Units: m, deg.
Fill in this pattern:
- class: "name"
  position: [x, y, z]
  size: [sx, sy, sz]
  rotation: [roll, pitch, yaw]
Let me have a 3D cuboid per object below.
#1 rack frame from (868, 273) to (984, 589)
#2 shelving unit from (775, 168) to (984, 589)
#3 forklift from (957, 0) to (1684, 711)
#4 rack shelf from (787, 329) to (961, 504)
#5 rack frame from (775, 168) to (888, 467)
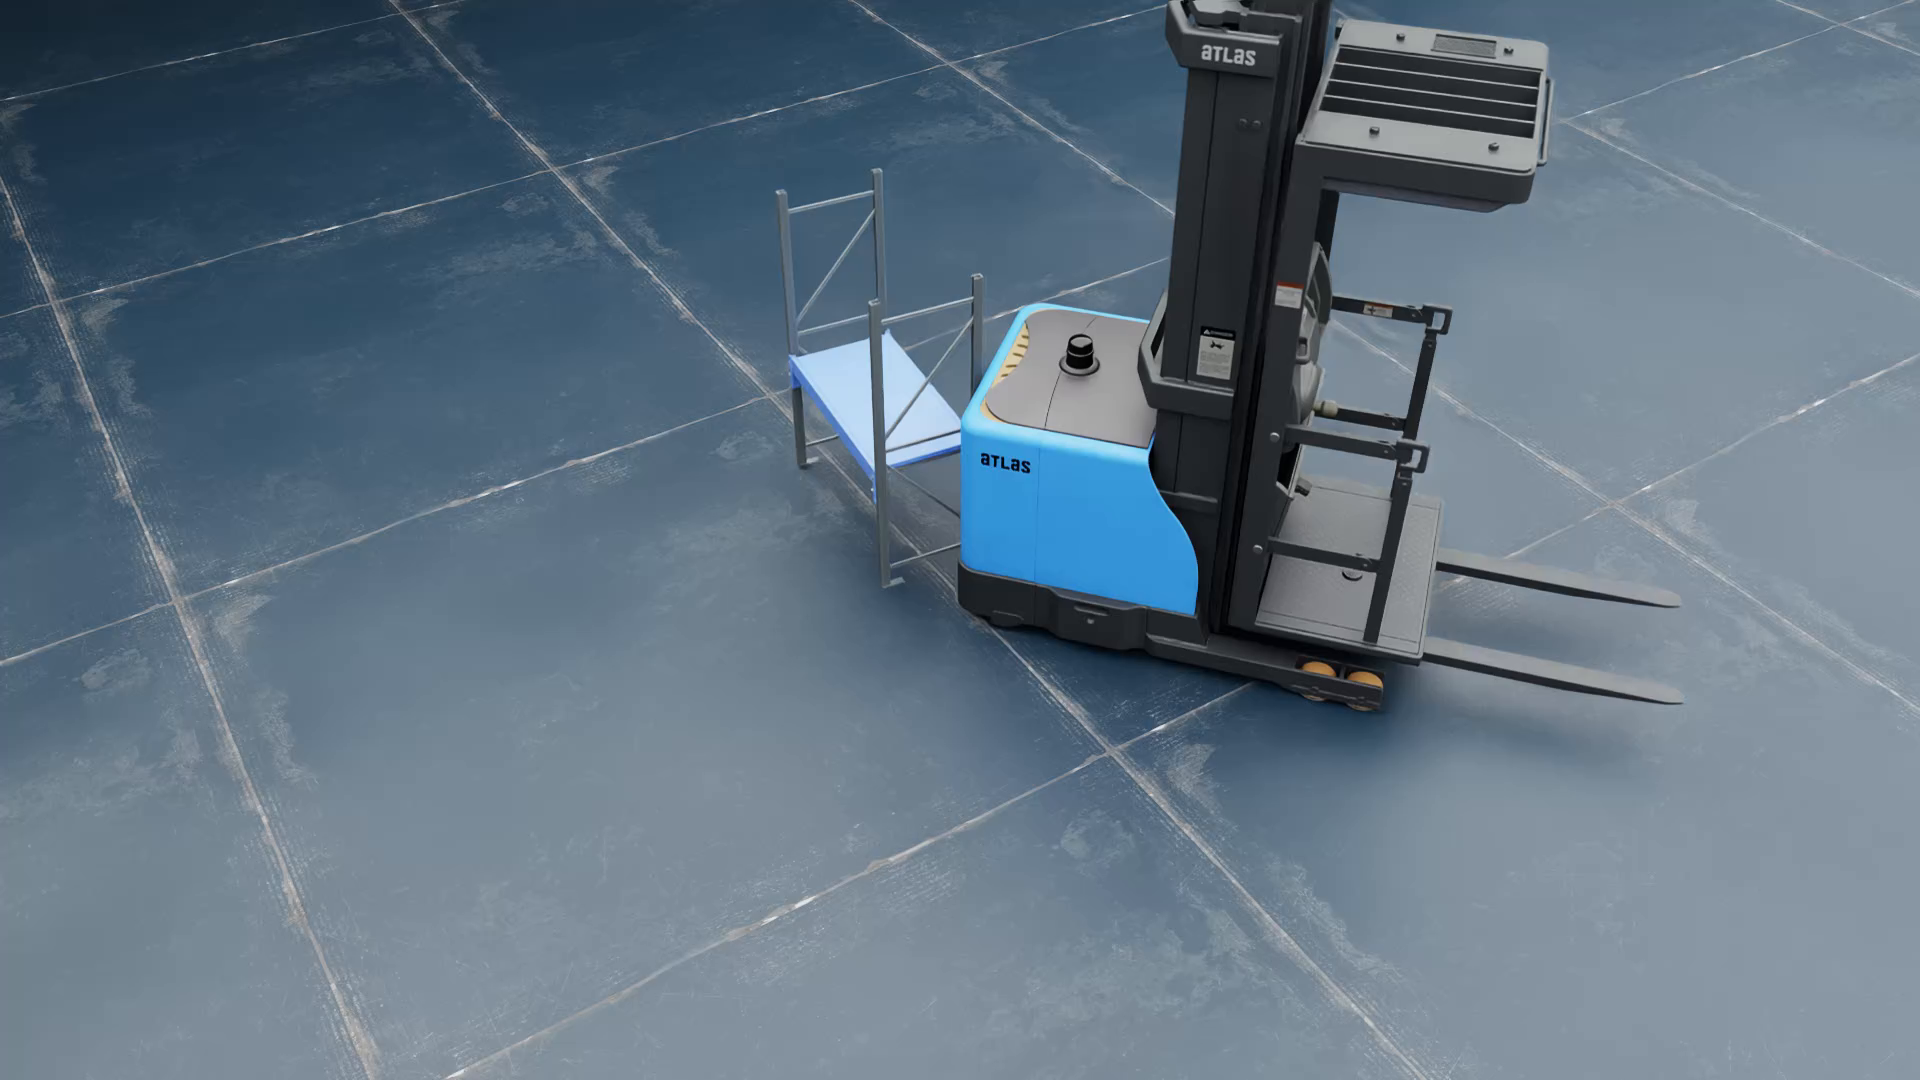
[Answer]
- class: "rack frame"
  position: [-0.135, -0.432, 7.157]
  size: [0.500, 1.500, 0.032]
  rotation: [-17, 43, -20]
- class: "shelving unit"
  position: [-0.357, -0.724, 7.508]
  size: [0.538, 1.500, 1.048]
  rotation: [-17, 43, -20]
- class: "forklift"
  position: [1.564, -0.796, 6.476]
  size: [3.031, 2.935, 1.130]
  rotation: [11, 41, 13]
- class: "rack shelf"
  position: [-0.357, -0.586, 7.623]
  size: [0.538, 0.185, 1.000]
  rotation: [-17, 43, -20]
- class: "rack frame"
  position: [-0.580, -1.017, 7.860]
  size: [0.500, 1.500, 0.032]
  rotation: [-17, 43, -20]
